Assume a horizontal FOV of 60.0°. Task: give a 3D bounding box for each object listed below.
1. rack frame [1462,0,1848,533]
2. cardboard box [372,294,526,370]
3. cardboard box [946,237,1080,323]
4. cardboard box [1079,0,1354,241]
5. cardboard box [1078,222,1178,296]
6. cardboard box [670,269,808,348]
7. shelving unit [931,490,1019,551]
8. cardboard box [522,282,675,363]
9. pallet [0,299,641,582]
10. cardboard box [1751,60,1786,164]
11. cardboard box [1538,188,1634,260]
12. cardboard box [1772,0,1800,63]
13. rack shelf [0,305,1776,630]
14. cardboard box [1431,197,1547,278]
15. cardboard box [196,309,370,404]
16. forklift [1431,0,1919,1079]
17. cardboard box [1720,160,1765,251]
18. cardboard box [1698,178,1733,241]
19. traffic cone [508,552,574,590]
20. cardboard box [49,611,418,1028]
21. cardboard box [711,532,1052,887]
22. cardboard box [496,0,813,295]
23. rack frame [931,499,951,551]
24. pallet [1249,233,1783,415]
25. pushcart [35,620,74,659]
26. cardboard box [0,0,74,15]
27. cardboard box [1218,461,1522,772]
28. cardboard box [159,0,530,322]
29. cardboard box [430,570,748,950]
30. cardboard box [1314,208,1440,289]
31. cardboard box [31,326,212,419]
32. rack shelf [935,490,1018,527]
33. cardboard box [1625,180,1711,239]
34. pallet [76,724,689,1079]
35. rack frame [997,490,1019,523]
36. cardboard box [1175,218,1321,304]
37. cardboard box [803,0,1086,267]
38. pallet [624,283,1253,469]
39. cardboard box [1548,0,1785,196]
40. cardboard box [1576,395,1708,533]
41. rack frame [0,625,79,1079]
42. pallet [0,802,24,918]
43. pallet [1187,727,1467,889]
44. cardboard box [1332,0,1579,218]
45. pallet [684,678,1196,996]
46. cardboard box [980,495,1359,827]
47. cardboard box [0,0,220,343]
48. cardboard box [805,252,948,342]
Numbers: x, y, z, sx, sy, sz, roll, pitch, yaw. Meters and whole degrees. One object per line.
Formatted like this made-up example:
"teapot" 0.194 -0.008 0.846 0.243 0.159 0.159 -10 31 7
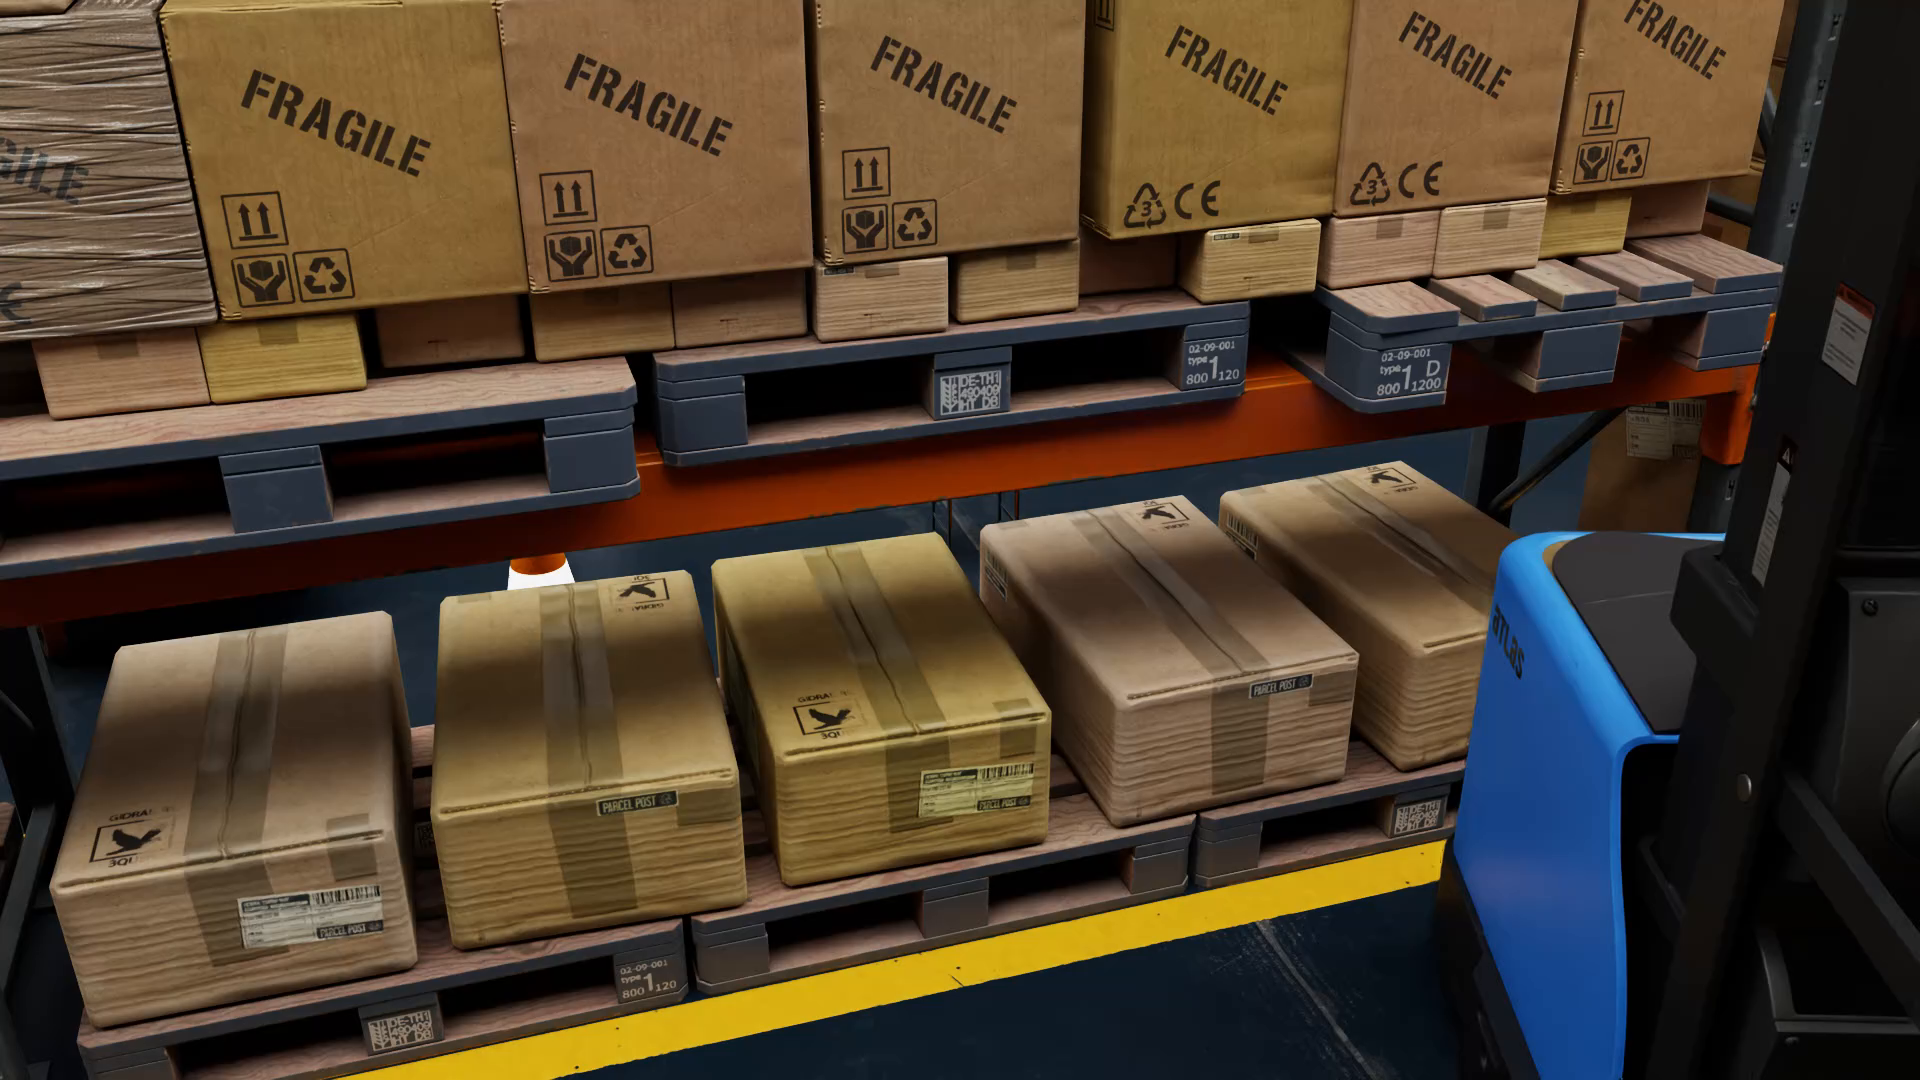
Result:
"rack frame" 1.740 -0.893 4.175 0.127 3.000 1.000 -8 28 -16
"cardboard box" -0.954 -0.462 3.117 0.250 0.149 0.380 -6 27 -13
"cardboard box" 0.052 -0.577 3.349 0.250 0.149 0.380 -9 28 -18
"cardboard box" 0.426 -0.933 3.336 0.500 0.500 0.500 -10 28 -20
"cardboard box" 0.265 -0.646 3.488 0.250 0.149 0.380 -8 28 -16
"cardboard box" -0.461 -0.513 3.220 0.250 0.149 0.380 -8 28 -16
"shelving unit" 0.051 -0.478 5.531 0.252 1.050 0.215 -8 28 -16
"cardboard box" -0.697 -0.480 3.153 0.250 0.149 0.380 -8 27 -15
"pallet" -1.292 -0.300 3.196 1.213 0.211 1.003 -8 28 -16
"cardboard box" 2.298 -1.015 4.027 0.500 0.250 0.500 -8 28 -16
"cardboard box" 1.268 -0.756 3.710 0.250 0.149 0.380 -8 27 -15
"cardboard box" 2.284 -1.350 3.859 0.500 0.500 0.500 -9 28 -18
"rack shelf" -0.162 -0.295 3.780 4.000 0.370 1.077 -8 28 -16
"cardboard box" 1.043 -0.702 3.602 0.250 0.149 0.380 -8 28 -17
"cardboard box" -1.200 -0.391 2.974 0.250 0.149 0.380 -8 27 -15
"forklift" 1.557 0.287 1.875 1.130 2.935 3.031 1 26 1
"cardboard box" 2.283 -0.786 4.130 0.500 0.250 0.500 -9 28 -17
"cardboard box" 2.140 -1.005 4.569 0.500 0.250 0.500 -9 28 -18
"traffic cone" -1.318 0.032 5.166 0.334 0.463 0.336 -8 28 -16
"cardboard box" -1.566 0.574 3.704 0.625 0.372 0.950 -8 27 -15
"cardboard box" -0.223 0.377 4.100 0.625 0.372 0.950 -7 27 -14
"cardboard box" -0.579 -0.783 3.034 0.500 0.500 0.500 -8 28 -16
"rack frame" -0.065 -0.461 5.498 0.008 1.050 0.200 -8 28 -16
"pallet" 1.095 -0.664 3.929 1.003 0.211 1.213 -8 28 -16
"pushcart" -2.817 -0.124 5.576 0.936 0.377 1.648 -19 32 -33
"cardboard box" -1.507 -0.914 2.568 0.250 0.149 0.380 -8 28 -16
"cardboard box" 1.199 0.170 4.517 0.625 0.372 0.950 -10 28 -20
"cardboard box" -1.053 -0.720 2.909 0.500 0.500 0.500 -8 28 -16
"cardboard box" -0.883 0.473 3.906 0.625 0.372 0.950 -7 27 -13
"cardboard box" 0.801 -0.671 3.539 0.250 0.149 0.380 -10 28 -19
"cardboard box" -1.440 -0.360 2.912 0.250 0.149 0.380 -8 27 -15
"rack shelf" 0.051 -0.219 5.660 0.240 0.259 0.215 -8 28 -16
"cardboard box" 1.501 -0.824 3.846 0.250 0.149 0.380 -7 27 -14
"pallet" -1.324 0.799 3.902 1.213 0.211 1.003 -8 28 -16
"rack frame" 0.167 -0.494 5.565 0.008 1.050 0.200 -8 28 -16
"cardboard box" 0.543 -0.627 3.451 0.250 0.149 0.380 -8 27 -15
"cardboard box" -0.094 -0.858 3.186 0.500 0.500 0.500 -9 28 -18
"pallet" -0.130 -0.517 3.633 1.213 0.211 1.003 -8 28 -16
"cardboard box" 1.393 -1.079 3.630 0.500 0.500 0.500 -9 28 -18
"cardboard box" 2.422 -0.189 4.675 0.875 0.875 0.875 -8 28 -17
"rack frame" -2.064 -0.342 3.065 0.127 3.000 1.000 -8 28 -16
"pallet" -2.691 1.015 3.469 1.213 0.211 1.003 -8 28 -16
"pallet" 0.996 0.463 4.579 1.213 0.211 1.003 -8 28 -16
"cardboard box" 0.905 -1.003 3.477 0.500 0.500 0.500 -9 28 -17
"pallet" -0.162 0.630 4.244 1.213 0.211 1.003 -8 28 -16
"cardboard box" 0.500 0.275 4.306 0.625 0.372 0.950 -9 28 -17
"cardboard box" -1.529 -0.651 2.769 0.500 0.500 0.500 -8 27 -15
"cardboard box" -0.193 -0.528 3.250 0.250 0.149 0.380 -7 27 -14
